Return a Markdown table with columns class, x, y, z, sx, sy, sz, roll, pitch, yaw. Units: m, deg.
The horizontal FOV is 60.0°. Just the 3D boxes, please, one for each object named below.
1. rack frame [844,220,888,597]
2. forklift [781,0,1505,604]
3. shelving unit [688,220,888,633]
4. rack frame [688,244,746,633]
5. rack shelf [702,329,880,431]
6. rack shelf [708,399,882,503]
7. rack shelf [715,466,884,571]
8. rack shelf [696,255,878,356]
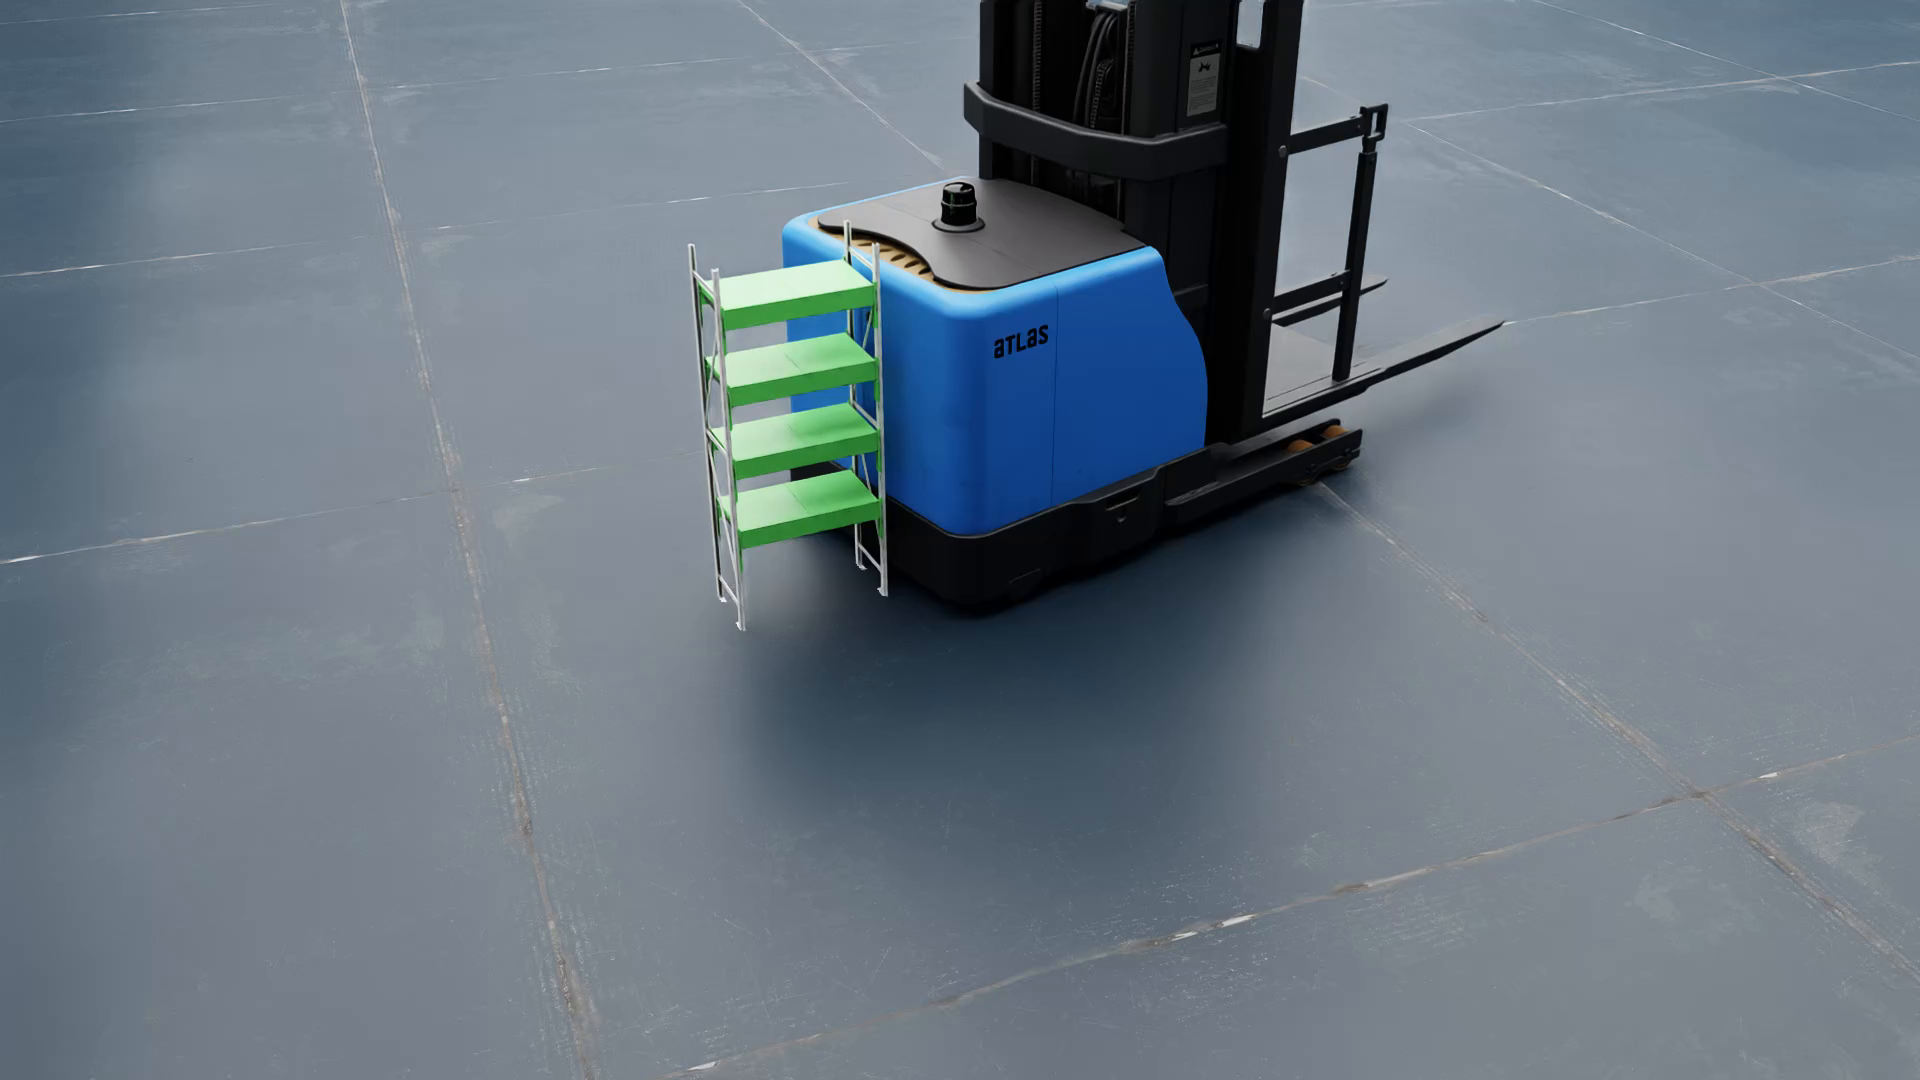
| class | x | y | z | sx | sy | sz | roll | pitch | yaw |
| --- | --- | --- | --- | --- | --- | --- | --- | --- | --- |
| rack frame | -0.293 | -0.389 | 5.221 | 0.015 | 1.200 | 0.240 | -13 | 32 | -22 |
| forklift | 0.871 | -1.657 | 5.697 | 3.031 | 2.935 | 1.130 | -21 | 36 | -33 |
| shelving unit | -0.513 | -0.337 | 5.130 | 0.503 | 1.200 | 0.258 | -13 | 32 | -22 |
| rack frame | -0.733 | -0.285 | 5.038 | 0.015 | 1.200 | 0.240 | -13 | 32 | -22 |
| rack shelf | -0.513 | -0.490 | 5.042 | 0.480 | 0.148 | 0.258 | -13 | 32 | -22 |
| rack shelf | -0.513 | -0.282 | 5.161 | 0.480 | 0.148 | 0.258 | -13 | 32 | -22 |
| rack shelf | -0.513 | -0.073 | 5.280 | 0.480 | 0.148 | 0.258 | -13 | 32 | -22 |
| rack shelf | -0.513 | -0.699 | 4.924 | 0.480 | 0.148 | 0.258 | -13 | 32 | -22 |
